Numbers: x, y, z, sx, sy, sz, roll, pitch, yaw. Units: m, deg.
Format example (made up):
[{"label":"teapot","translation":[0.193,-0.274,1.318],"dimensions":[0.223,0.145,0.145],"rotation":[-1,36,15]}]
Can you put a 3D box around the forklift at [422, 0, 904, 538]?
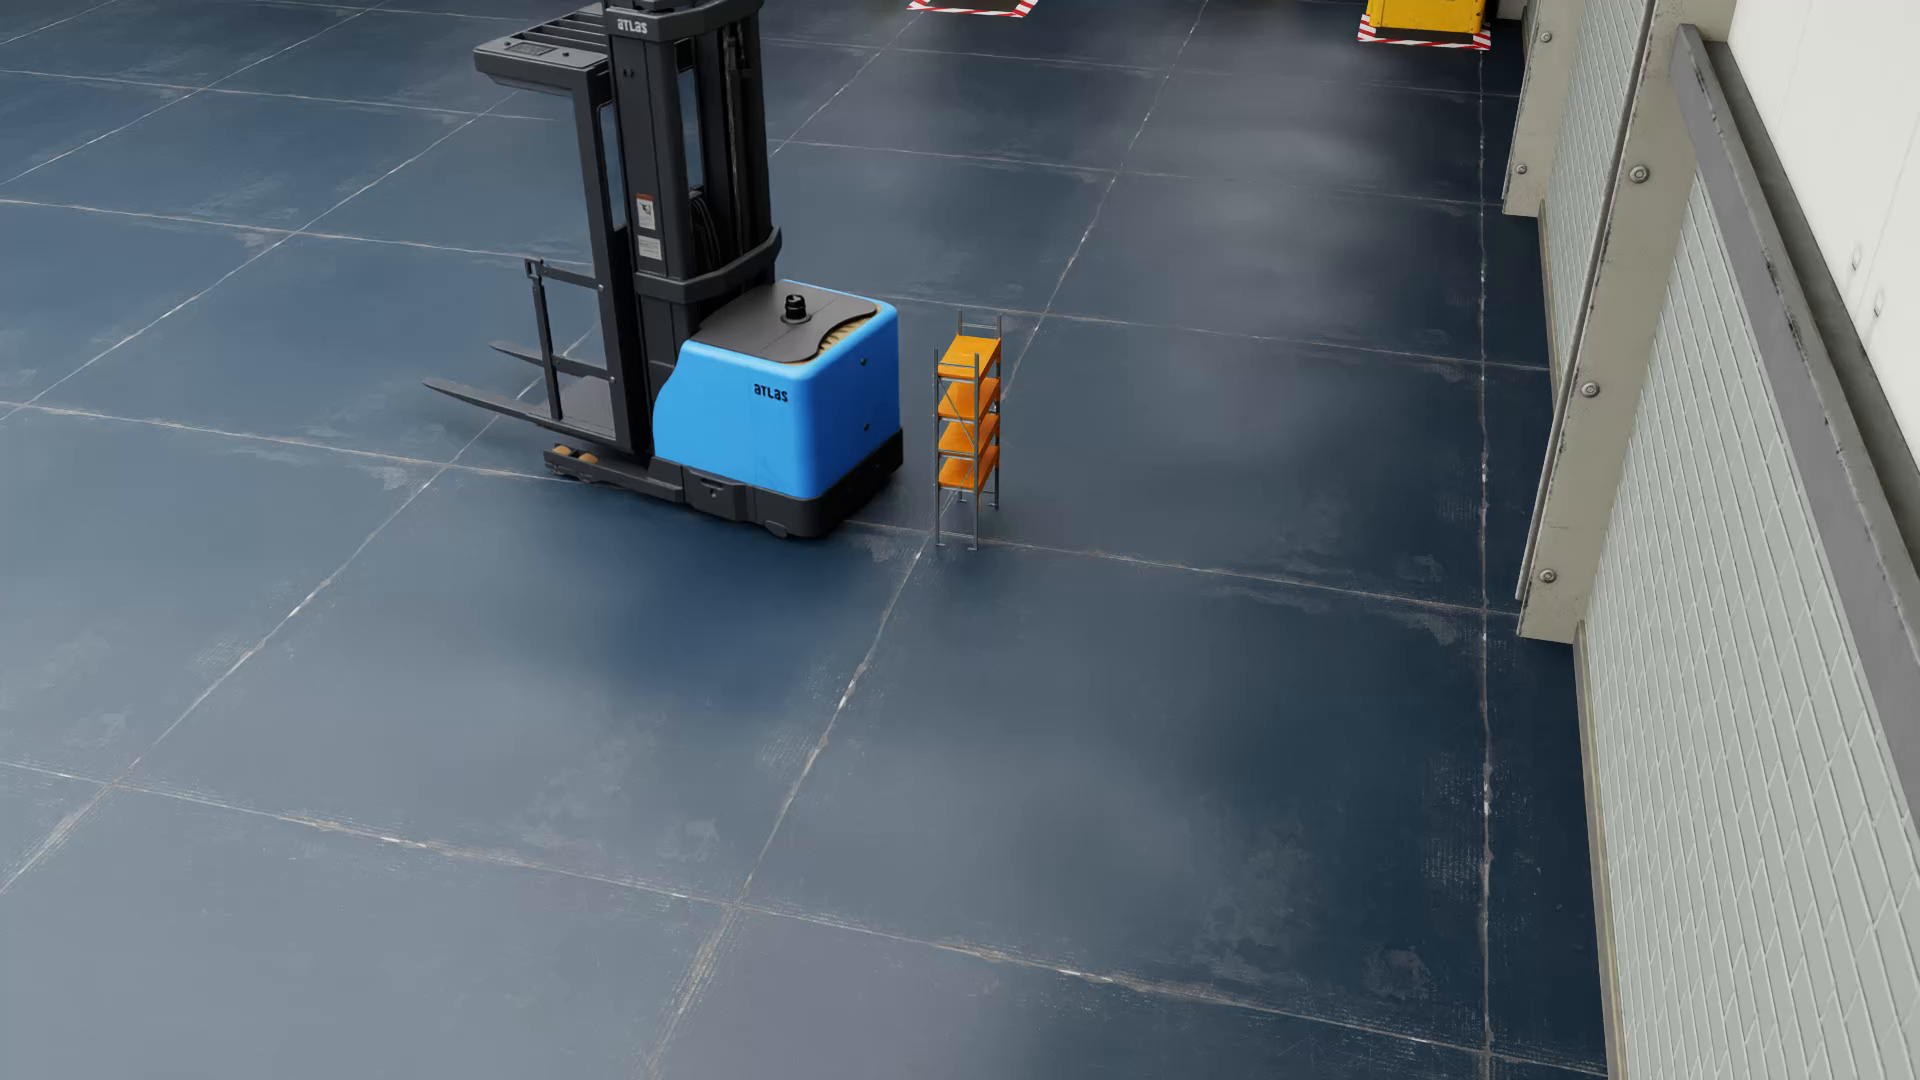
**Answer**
[{"label":"forklift","translation":[-1.877,-1.805,9.358],"dimensions":[3.031,2.935,1.130],"rotation":[16,36,24]}]

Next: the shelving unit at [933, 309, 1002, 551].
[{"label":"shelving unit","translation":[0.042,-0.592,9.063],"dimensions":[0.258,1.200,0.503],"rotation":[8,33,12]}]

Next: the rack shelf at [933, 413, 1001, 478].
[{"label":"rack shelf","translation":[0.042,-0.535,9.099],"dimensions":[0.258,0.148,0.480],"rotation":[8,33,12]}]

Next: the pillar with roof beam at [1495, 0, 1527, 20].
[{"label":"pillar with roof beam","translation":[1.922,-10.203,16.912],"dimensions":[9.100,9.000,0.400],"rotation":[8,33,12]}]

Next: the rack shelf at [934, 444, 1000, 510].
[{"label":"rack shelf","translation":[0.042,-0.368,9.206],"dimensions":[0.258,0.148,0.480],"rotation":[8,33,12]}]

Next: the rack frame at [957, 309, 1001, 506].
[{"label":"rack frame","translation":[0.104,-0.719,9.262],"dimensions":[0.240,1.200,0.015],"rotation":[8,33,12]}]

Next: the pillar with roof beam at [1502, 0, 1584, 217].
[{"label":"pillar with roof beam","translation":[0.399,-7.090,12.015],"dimensions":[9.100,9.000,0.400],"rotation":[8,33,12]}]

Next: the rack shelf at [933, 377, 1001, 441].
[{"label":"rack shelf","translation":[0.042,-0.724,8.979],"dimensions":[0.258,0.148,0.480],"rotation":[8,33,12]}]

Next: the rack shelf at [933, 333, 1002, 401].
[{"label":"rack shelf","translation":[0.042,-0.924,8.852],"dimensions":[0.258,0.148,0.480],"rotation":[8,33,12]}]

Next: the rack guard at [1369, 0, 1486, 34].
[{"label":"rack guard","translation":[5.031,-5.780,17.875],"dimensions":[1.175,0.500,0.348],"rotation":[8,33,12]}]

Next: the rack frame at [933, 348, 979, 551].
[{"label":"rack frame","translation":[-0.020,-0.466,8.864],"dimensions":[0.240,1.200,0.015],"rotation":[8,33,12]}]

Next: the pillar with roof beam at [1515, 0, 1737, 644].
[{"label":"pillar with roof beam","translation":[-1.123,-3.976,7.117],"dimensions":[9.100,9.000,0.400],"rotation":[8,33,12]}]
